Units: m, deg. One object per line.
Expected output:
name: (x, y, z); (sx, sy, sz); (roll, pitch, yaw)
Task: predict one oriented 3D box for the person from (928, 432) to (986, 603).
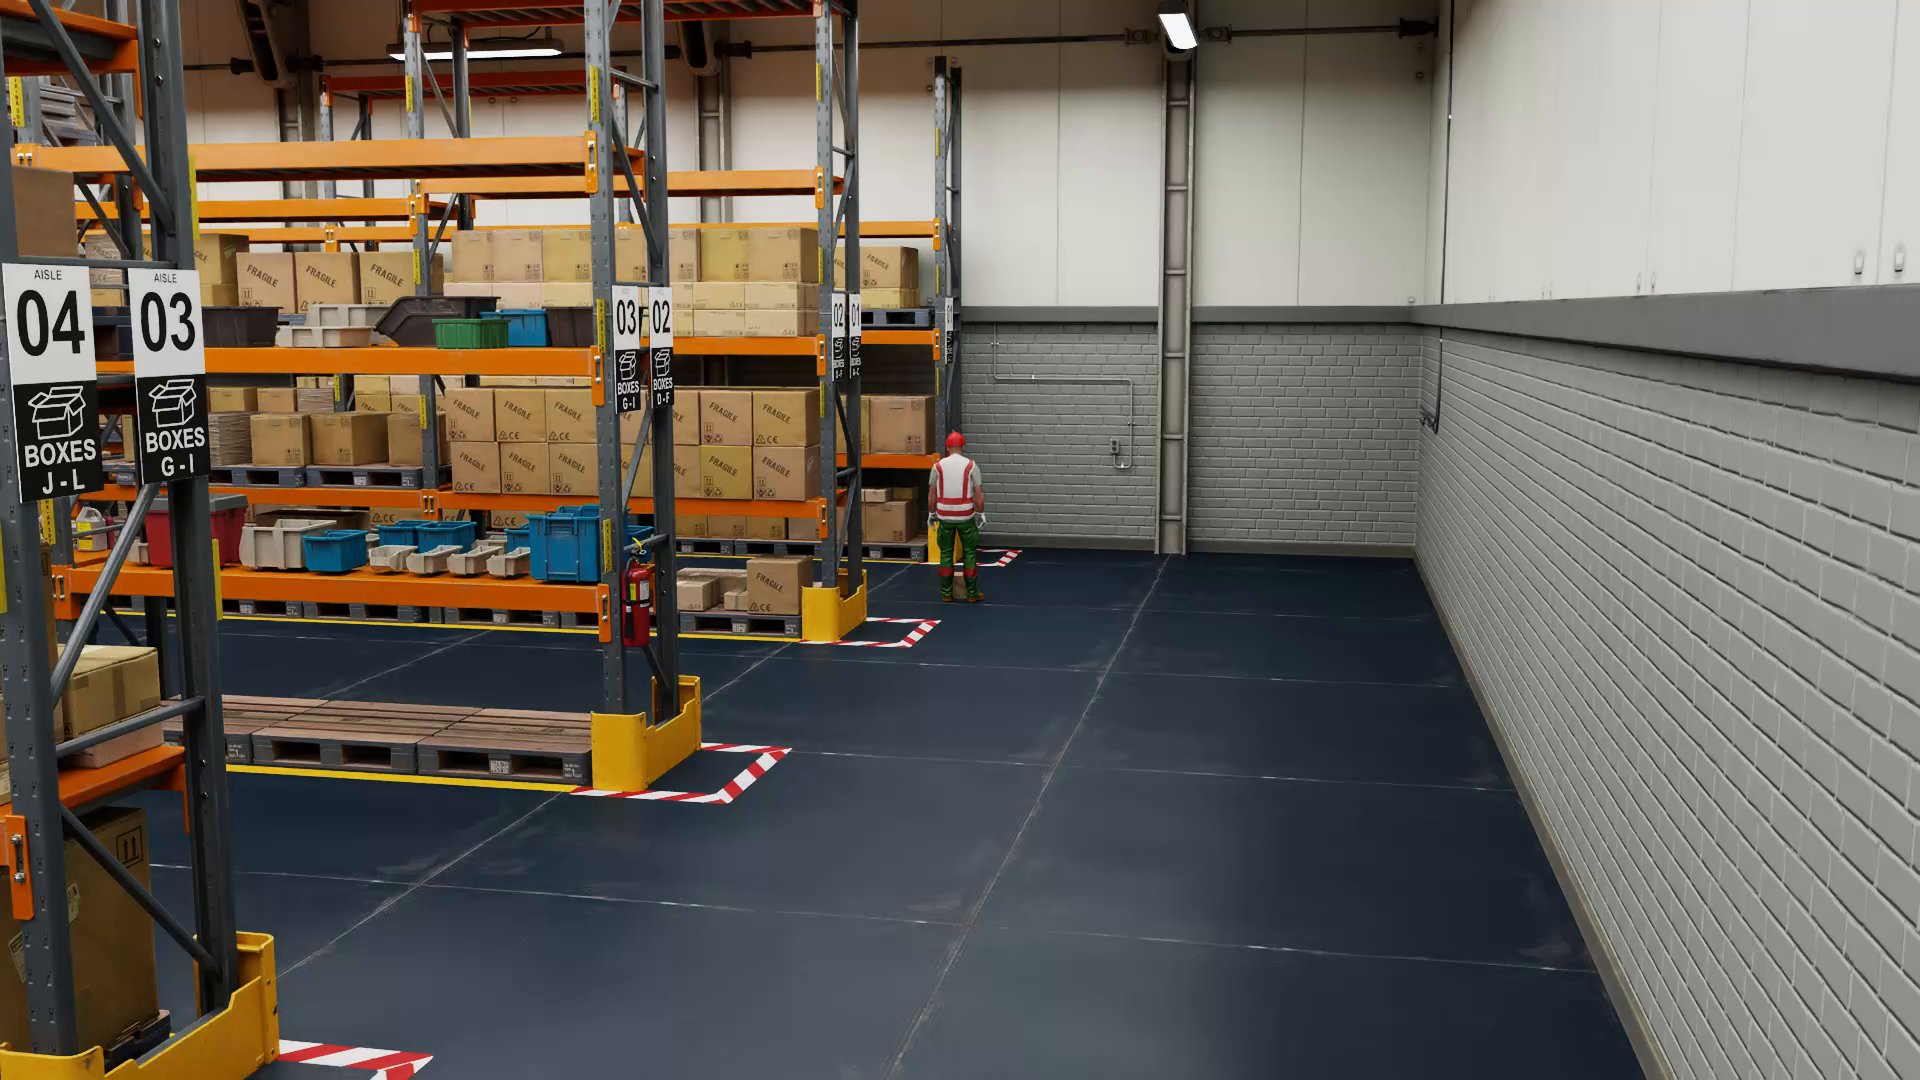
person: (-0.032, -0.240, 17.493); (0.622, 1.779, 0.452); (1, 8, 10)
